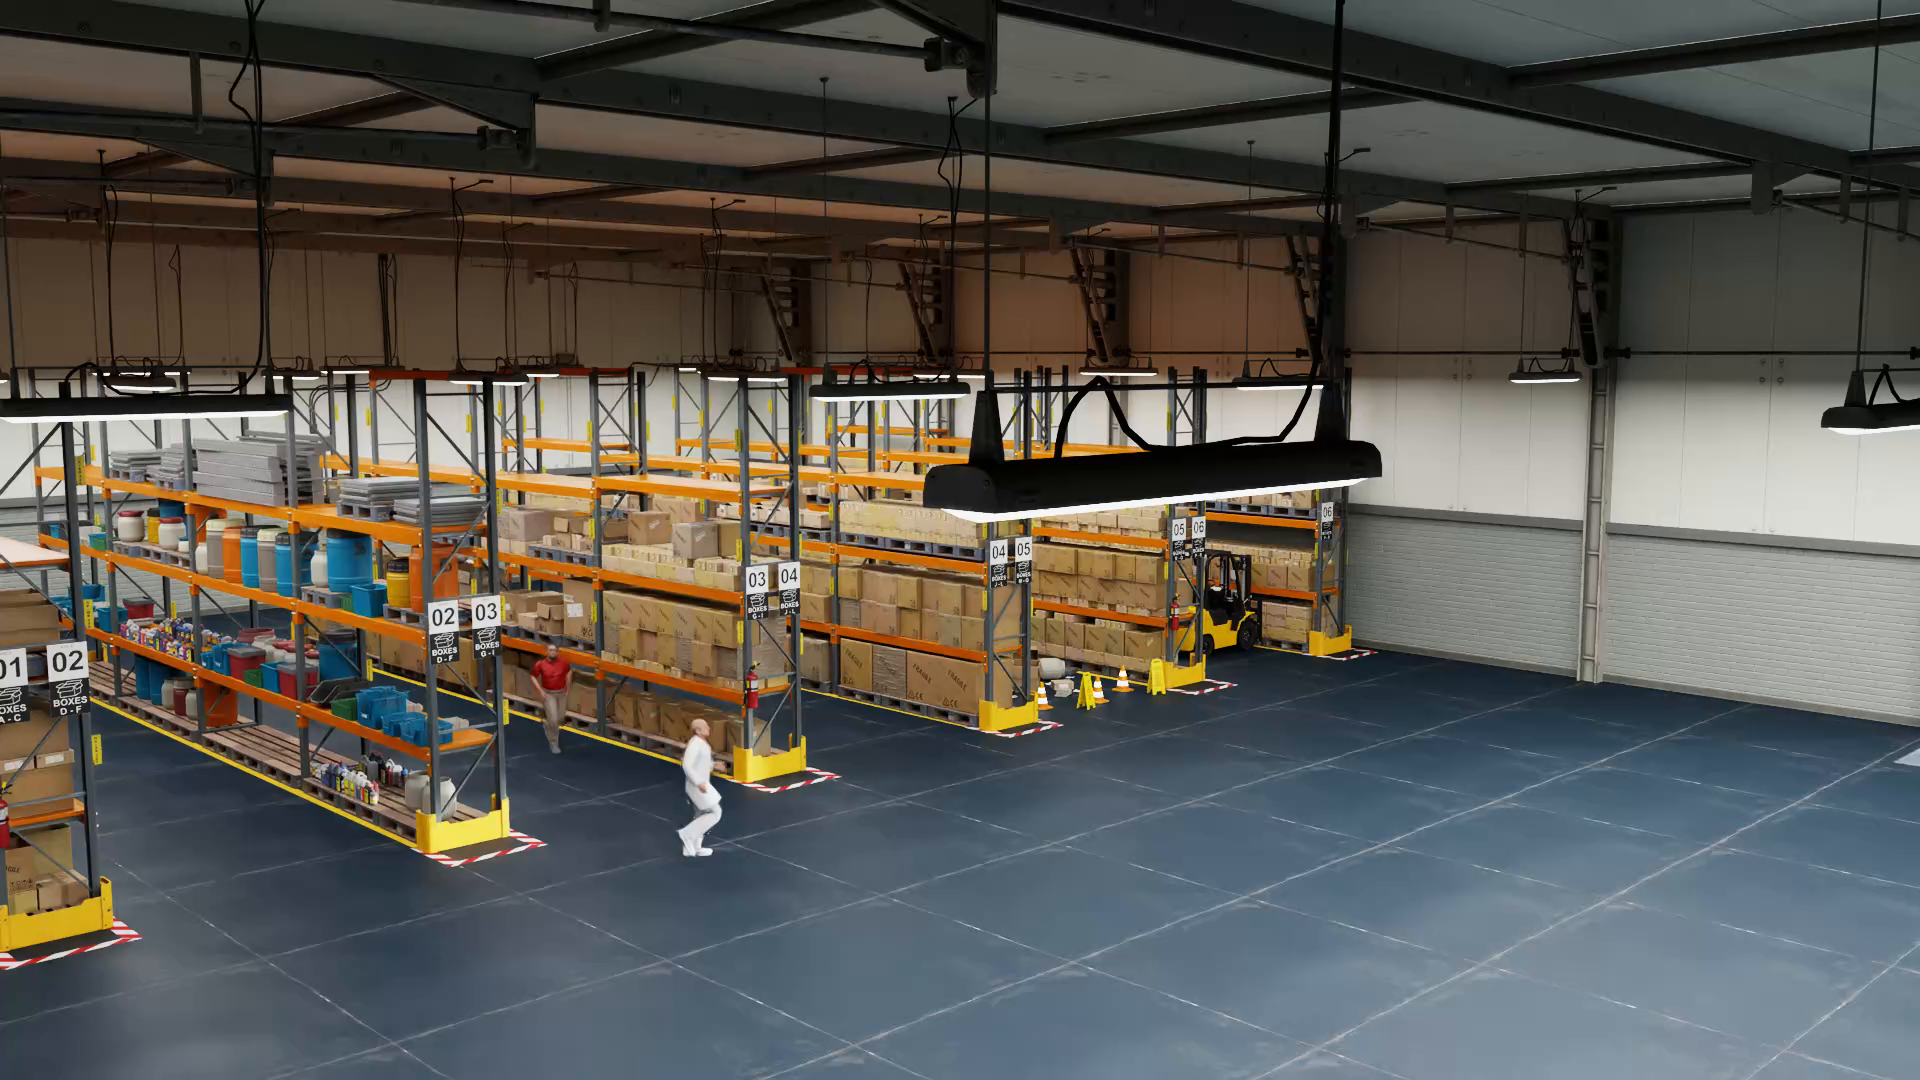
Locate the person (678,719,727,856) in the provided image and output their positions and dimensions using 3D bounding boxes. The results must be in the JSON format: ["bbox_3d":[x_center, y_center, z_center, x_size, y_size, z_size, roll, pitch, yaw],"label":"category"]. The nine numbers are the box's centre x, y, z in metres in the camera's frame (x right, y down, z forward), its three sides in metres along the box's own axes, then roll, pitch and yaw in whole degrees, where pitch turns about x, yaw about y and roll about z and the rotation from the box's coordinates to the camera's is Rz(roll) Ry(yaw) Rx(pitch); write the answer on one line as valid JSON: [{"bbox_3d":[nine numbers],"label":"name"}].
[{"bbox_3d":[-3.245,3.107,20.948,0.654,1.746,0.693,-2,7,-14],"label":"person"}]

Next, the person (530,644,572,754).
[{"bbox_3d":[-6.515,2.506,26.559,0.671,1.757,0.735,-5,8,-35],"label":"person"}]

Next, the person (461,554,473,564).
[{"bbox_3d":[-11.648,1.065,38.899,0.689,1.773,0.910,0,6,3],"label":"person"}]

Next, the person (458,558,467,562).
[{"bbox_3d":[-11.617,1.209,38.364,0.740,1.615,0.531,0,6,2],"label":"person"}]
